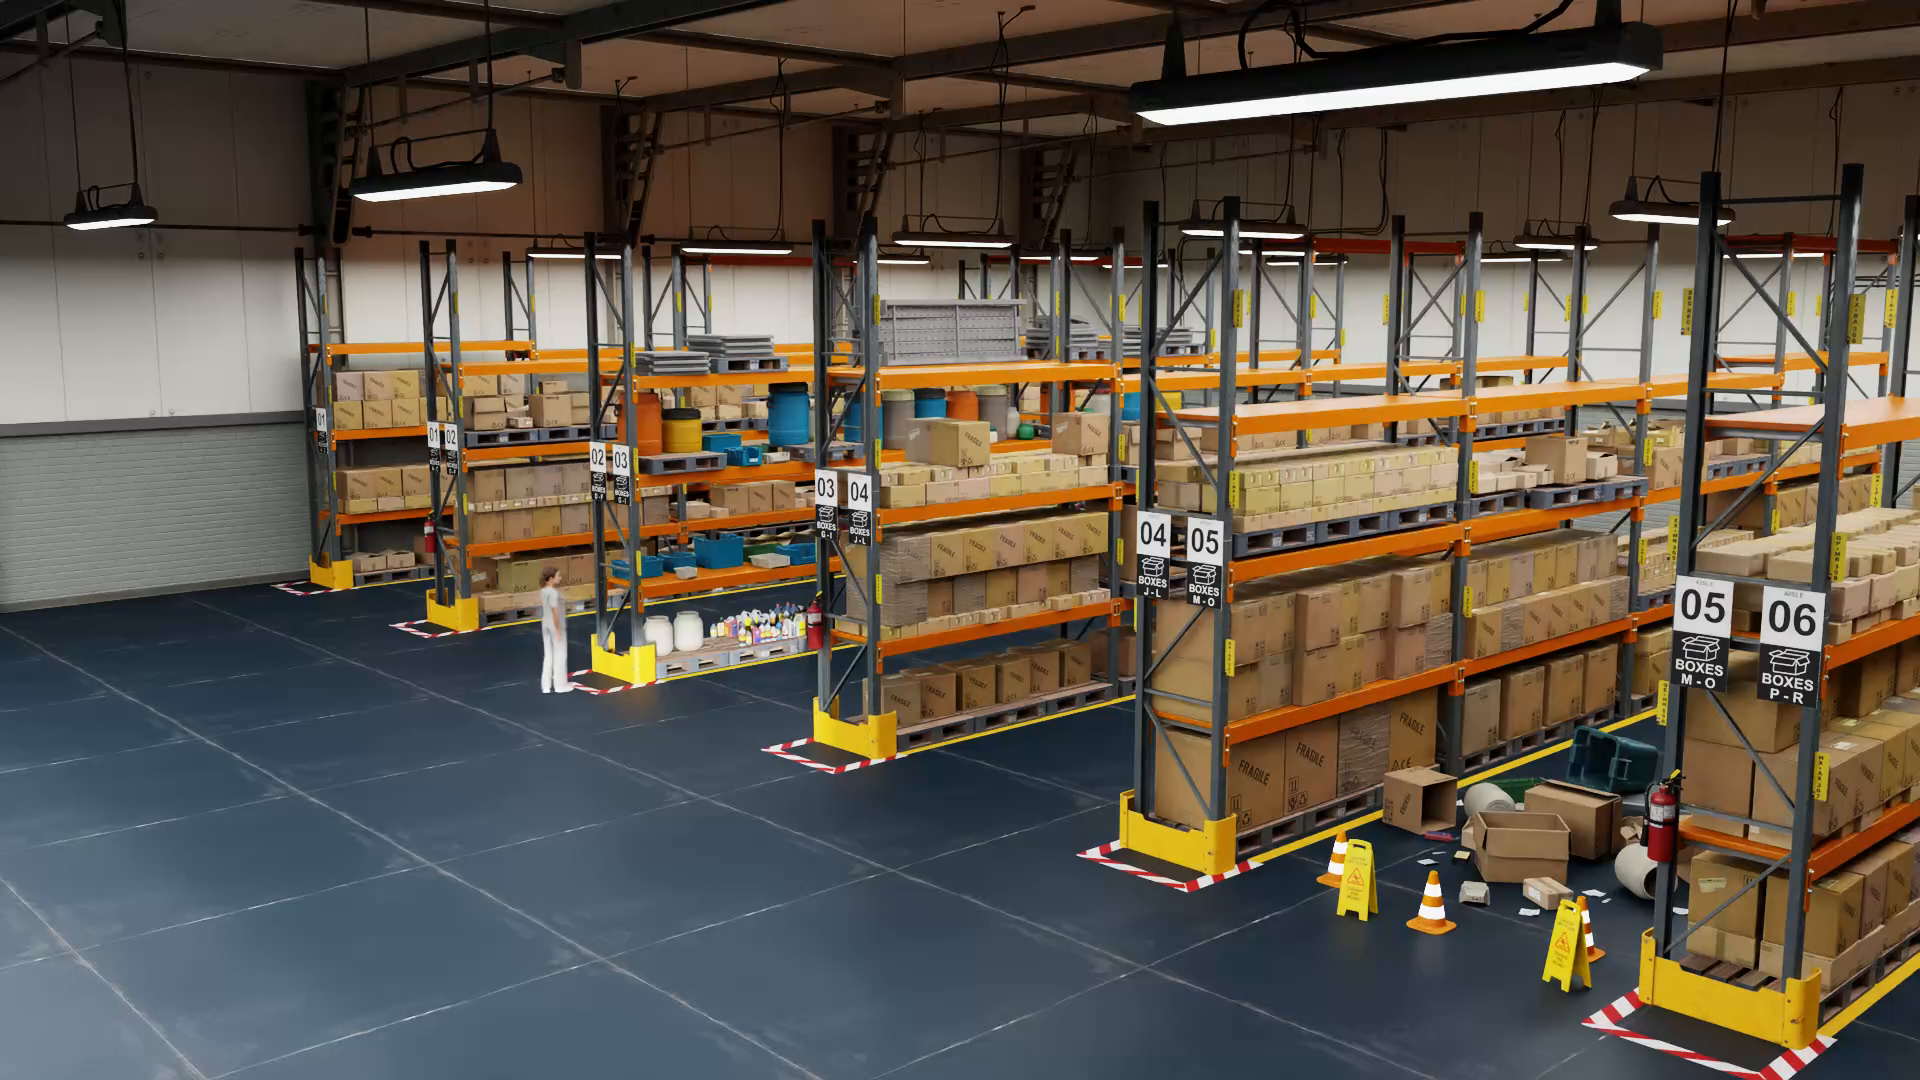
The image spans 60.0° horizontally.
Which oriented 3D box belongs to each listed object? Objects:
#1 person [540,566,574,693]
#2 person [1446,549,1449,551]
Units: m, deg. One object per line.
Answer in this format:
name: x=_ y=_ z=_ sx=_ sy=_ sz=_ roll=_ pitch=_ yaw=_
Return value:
person: x=-5.295 y=1.163 z=21.726 sx=0.461 sy=1.681 sz=0.444 roll=6 pitch=10 yaw=37
person: x=6.953 y=0.925 z=23.424 sx=0.482 sy=1.628 sz=0.840 roll=8 pitch=12 yaw=43
